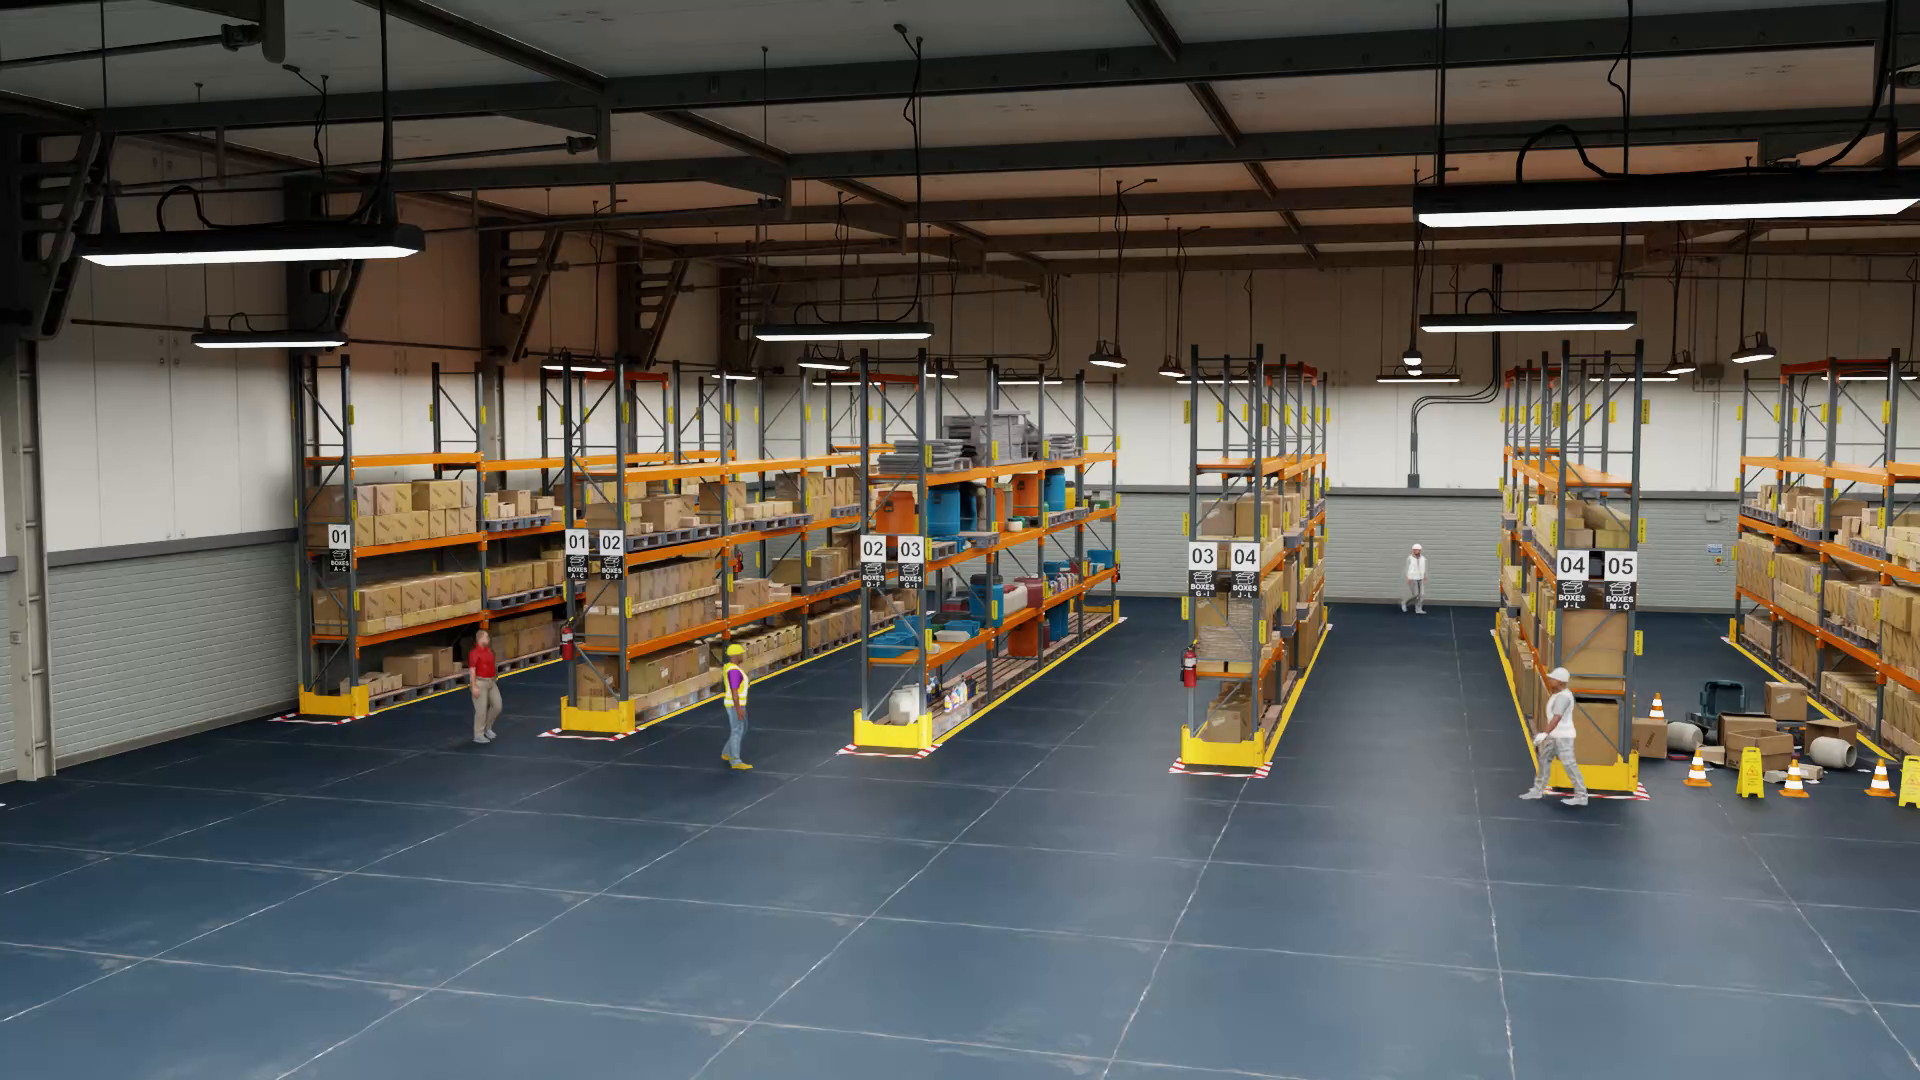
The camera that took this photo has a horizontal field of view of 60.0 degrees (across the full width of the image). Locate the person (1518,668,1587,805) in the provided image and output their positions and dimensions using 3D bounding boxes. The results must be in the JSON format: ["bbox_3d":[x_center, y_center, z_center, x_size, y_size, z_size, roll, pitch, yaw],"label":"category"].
[{"bbox_3d":[7.618,2.511,21.309,0.828,1.773,0.615,1,4,17],"label":"person"}]

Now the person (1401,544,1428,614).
[{"bbox_3d":[11.474,0.970,41.849,0.522,1.758,0.602,-3,5,-33],"label":"person"}]

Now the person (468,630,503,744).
[{"bbox_3d":[-7.358,2.235,25.542,0.464,1.725,0.628,2,5,24],"label":"person"}]

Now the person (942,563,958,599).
[{"bbox_3d":[-0.259,0.965,43.355,0.462,1.546,0.833,-1,4,-11],"label":"person"}]

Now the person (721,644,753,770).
[{"bbox_3d":[-3.180,2.363,23.606,0.465,1.784,0.648,0,4,-6],"label":"person"}]
